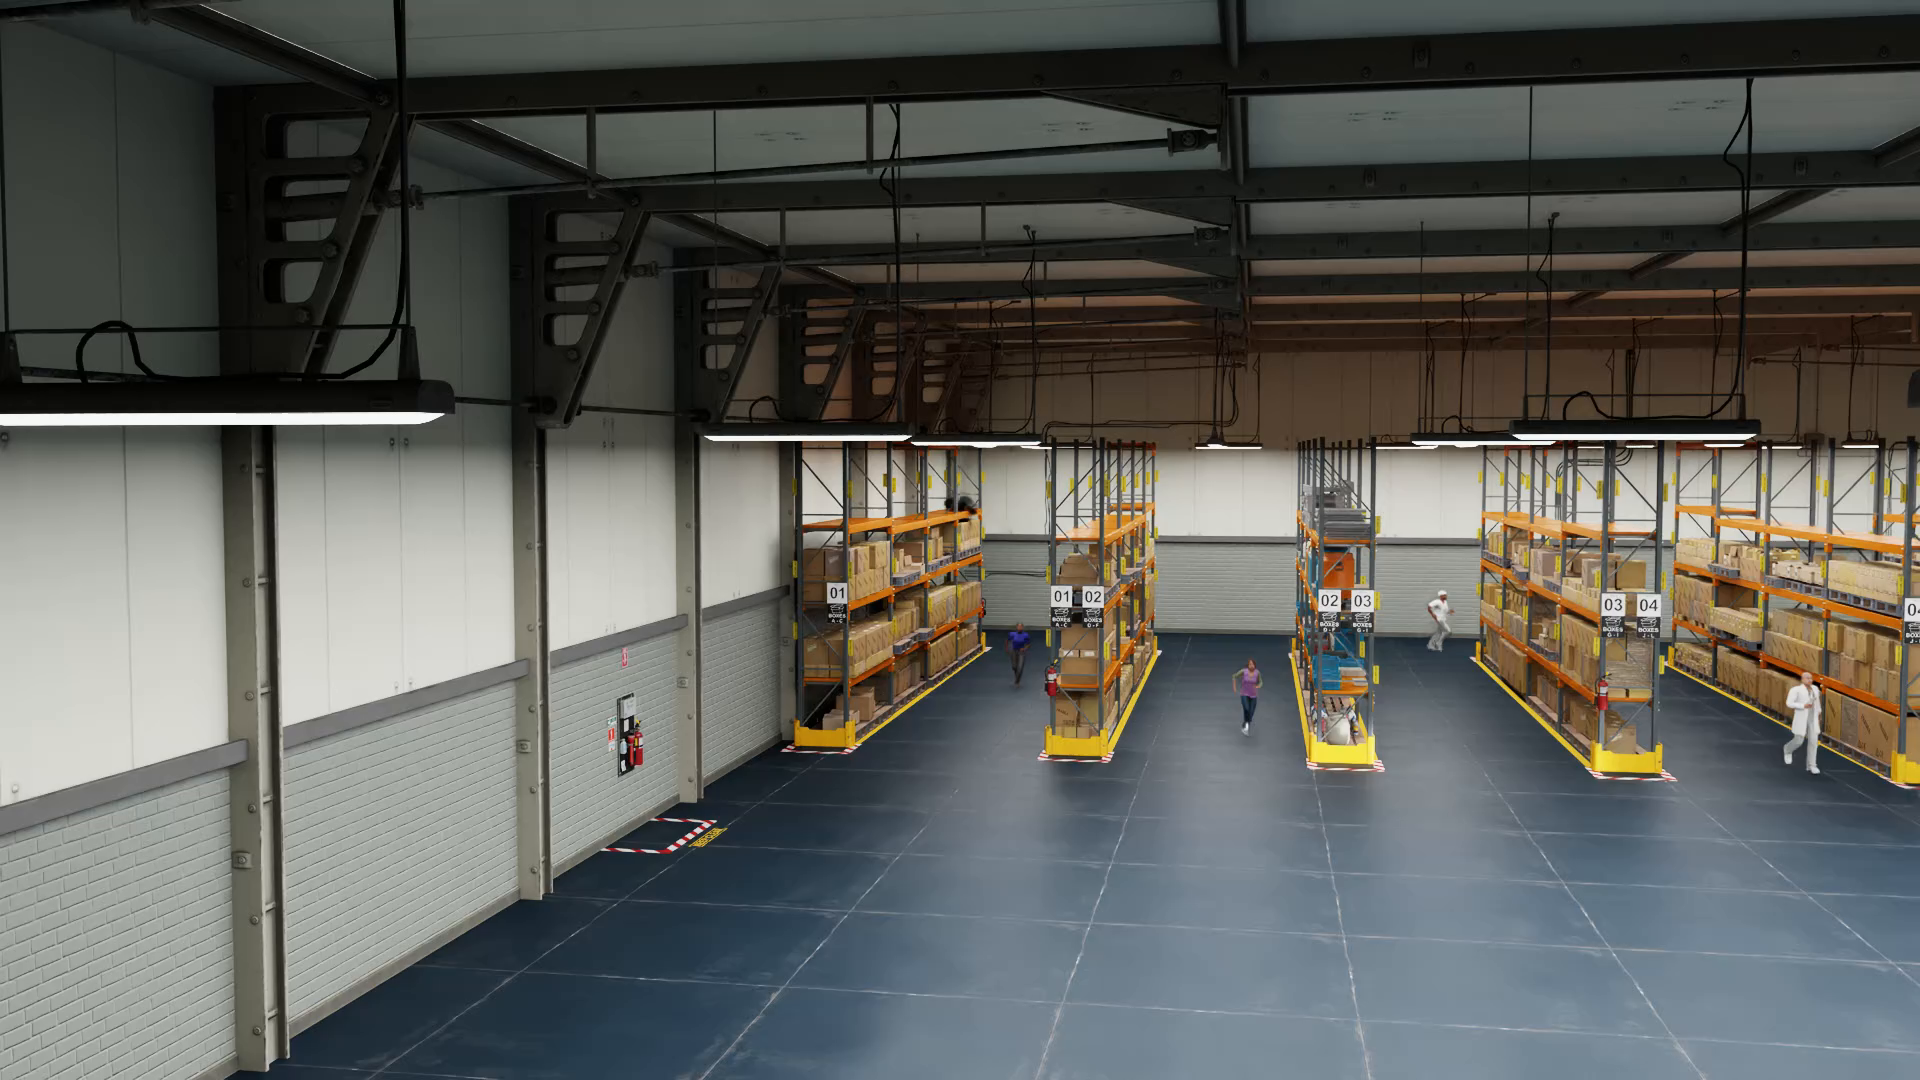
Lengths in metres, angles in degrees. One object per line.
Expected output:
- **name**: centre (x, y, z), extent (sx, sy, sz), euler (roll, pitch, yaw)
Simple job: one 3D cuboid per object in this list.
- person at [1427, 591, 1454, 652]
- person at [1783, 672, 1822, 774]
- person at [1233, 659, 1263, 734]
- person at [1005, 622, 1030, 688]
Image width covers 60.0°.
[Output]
- **person**: centre (13.788, 2.327, 47.736), extent (0.749, 1.763, 0.681), euler (2, 4, 36)
- **person**: centre (15.130, 3.240, 29.810), extent (0.725, 1.763, 0.979), euler (0, 3, -3)
- **person**: centre (5.813, 3.164, 33.530), extent (0.569, 1.548, 0.678), euler (0, 3, 3)
- **person**: centre (1.403, 2.801, 40.429), extent (0.615, 1.606, 0.615), euler (0, 3, 4)
